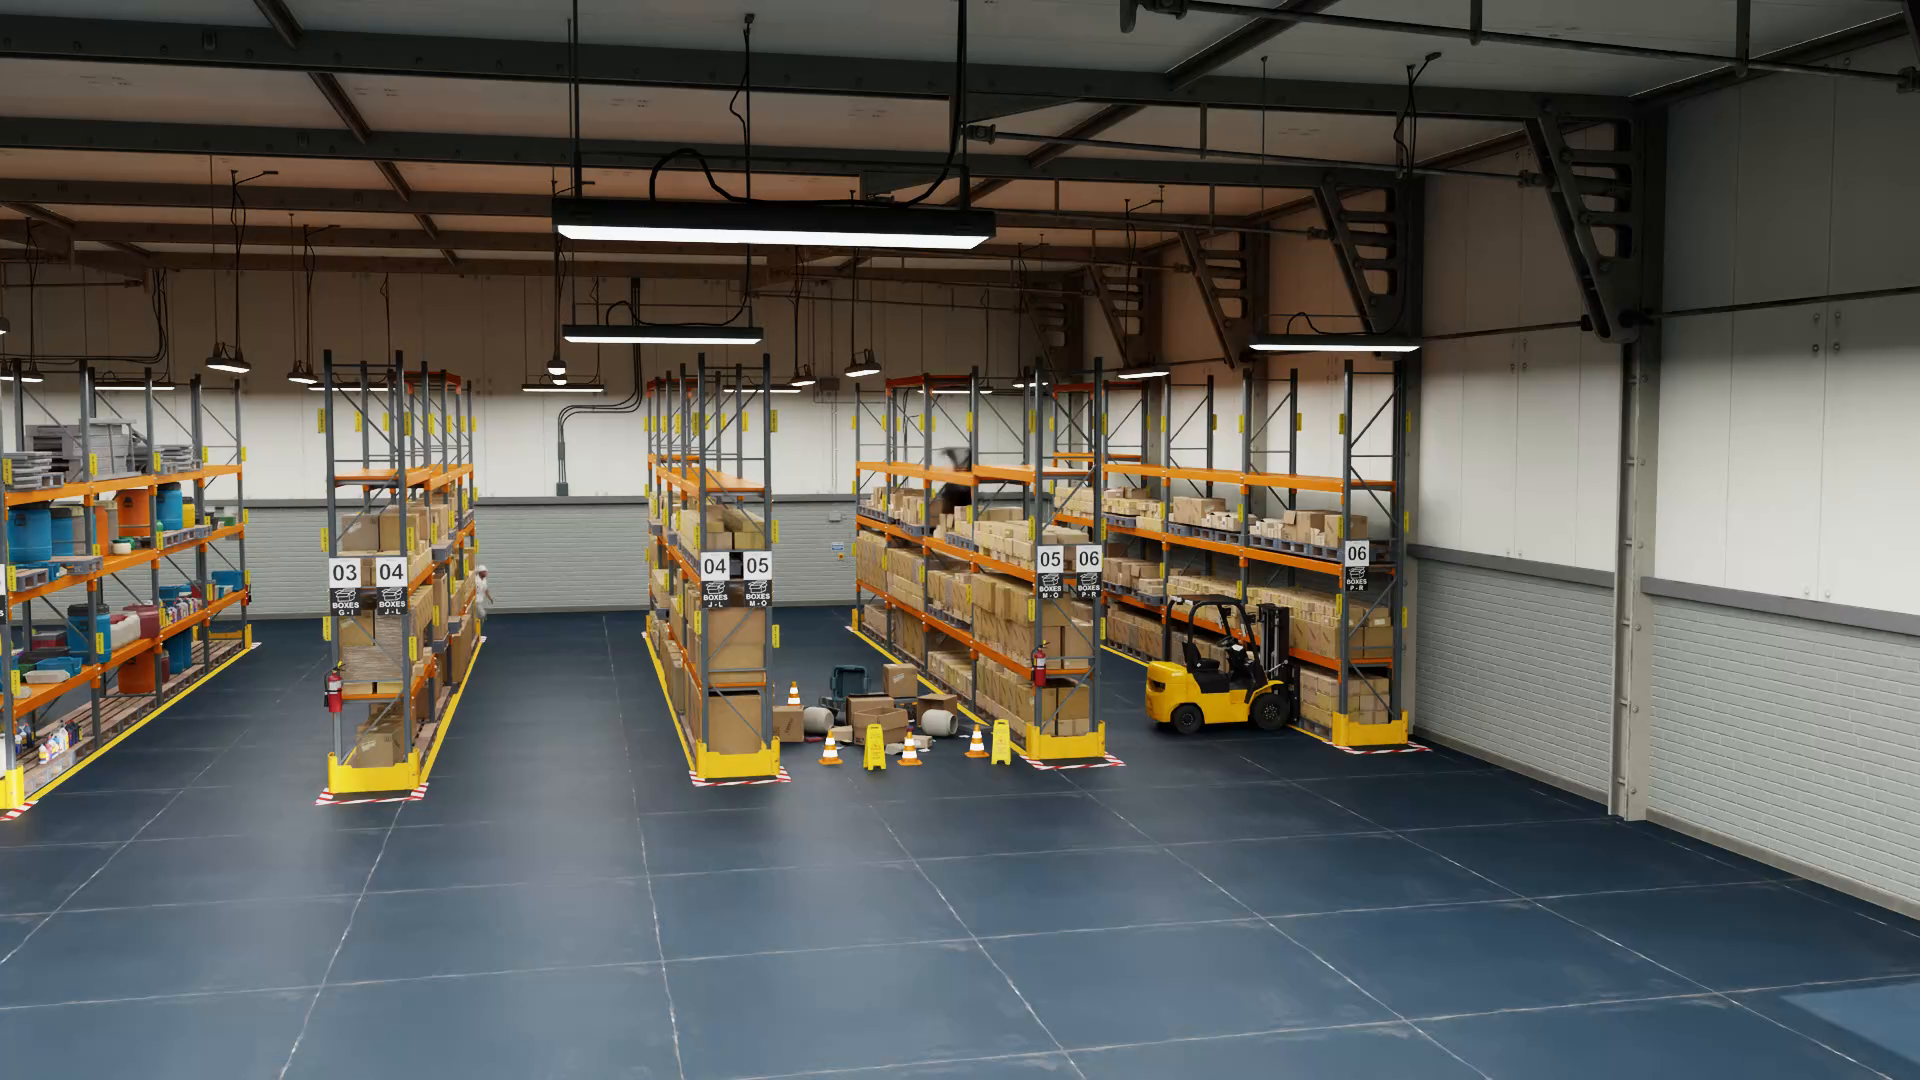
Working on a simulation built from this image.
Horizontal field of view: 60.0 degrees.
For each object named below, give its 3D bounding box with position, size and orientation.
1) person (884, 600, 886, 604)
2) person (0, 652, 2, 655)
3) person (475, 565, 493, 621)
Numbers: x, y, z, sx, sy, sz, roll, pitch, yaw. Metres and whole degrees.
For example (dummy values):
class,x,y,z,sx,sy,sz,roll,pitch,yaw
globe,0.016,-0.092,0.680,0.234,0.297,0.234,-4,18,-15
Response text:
class,x,y,z,sx,sy,sz,roll,pitch,yaw
person,-1.620,1.258,41.686,0.641,1.743,0.687,0,4,0
person,-15.387,2.366,26.447,0.747,1.700,1.011,0,4,-2
person,-11.454,1.430,39.402,0.690,1.671,0.746,0,4,7
